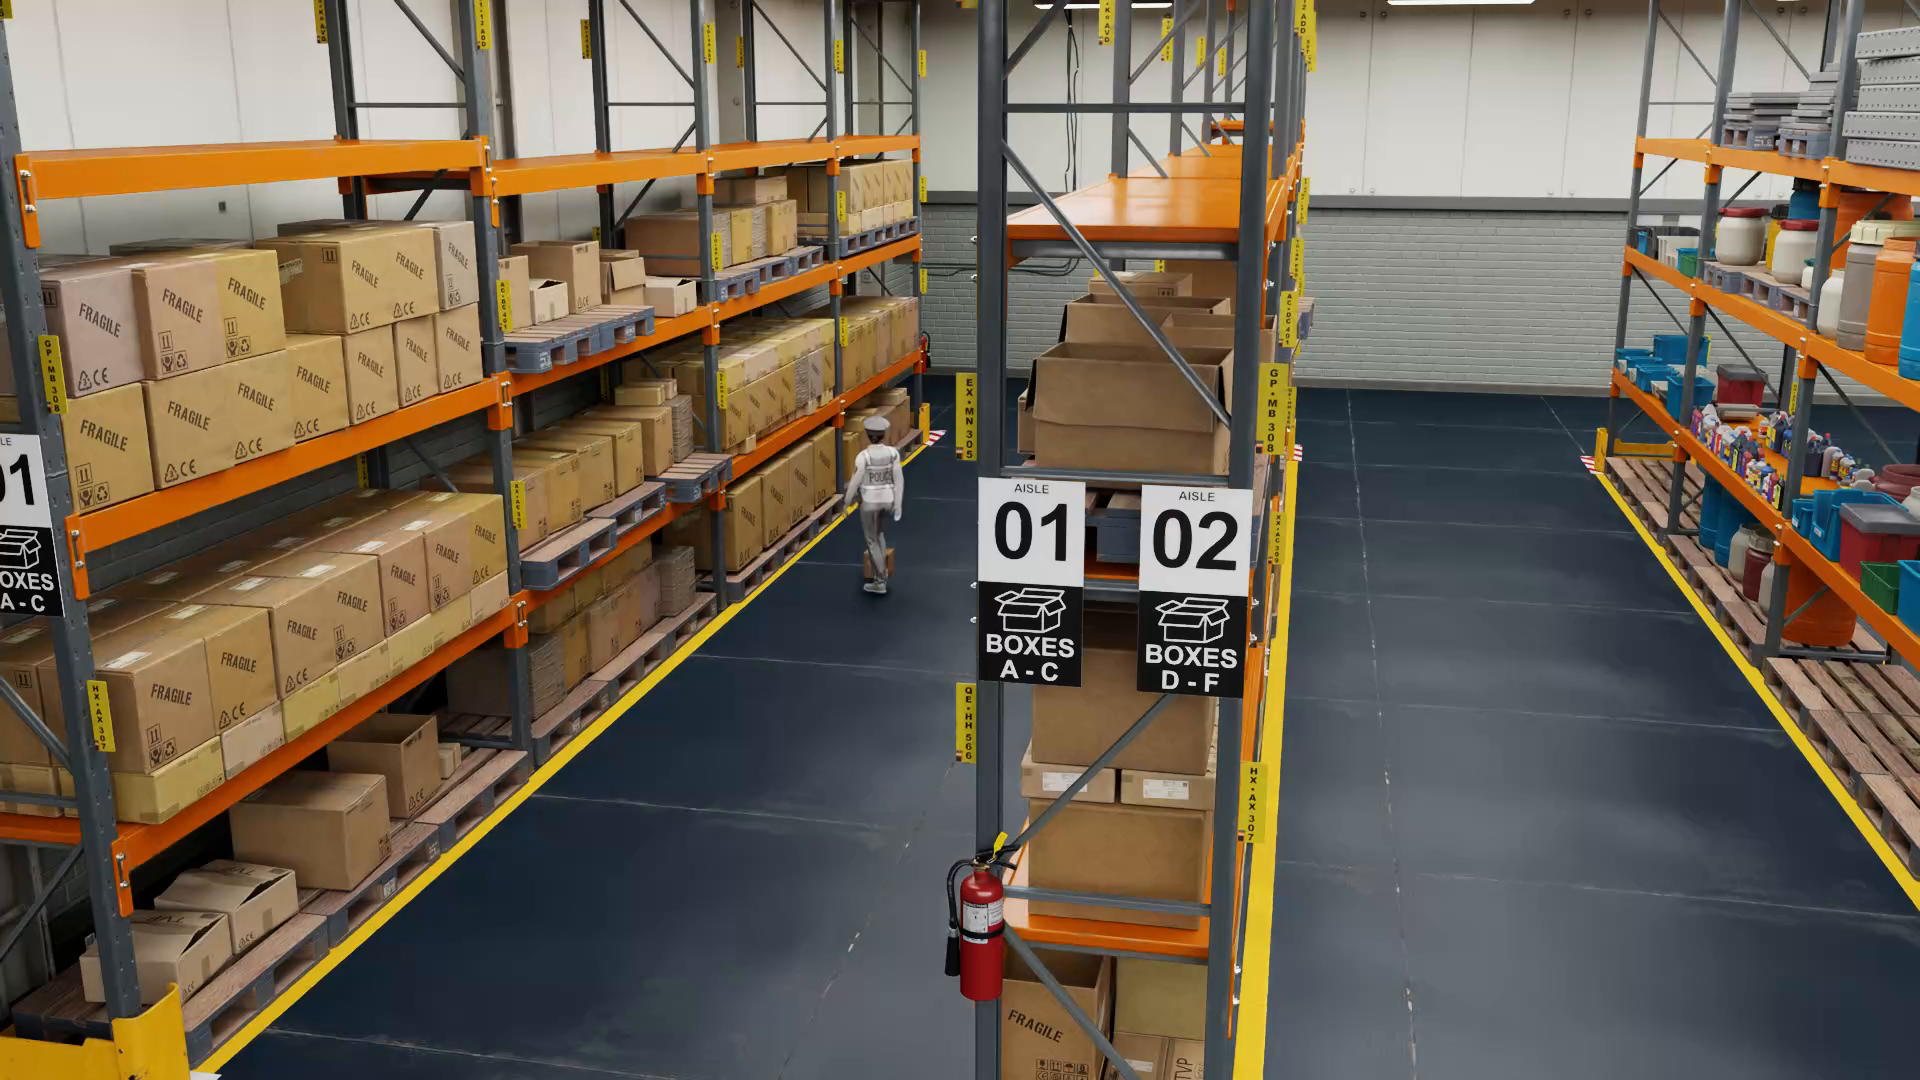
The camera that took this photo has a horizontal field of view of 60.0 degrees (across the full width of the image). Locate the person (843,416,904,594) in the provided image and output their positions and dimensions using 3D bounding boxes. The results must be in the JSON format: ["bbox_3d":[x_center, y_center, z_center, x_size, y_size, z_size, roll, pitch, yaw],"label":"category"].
[{"bbox_3d":[-0.820,-0.312,15.680,0.501,1.733,0.449,-11,18,-36],"label":"person"}]
